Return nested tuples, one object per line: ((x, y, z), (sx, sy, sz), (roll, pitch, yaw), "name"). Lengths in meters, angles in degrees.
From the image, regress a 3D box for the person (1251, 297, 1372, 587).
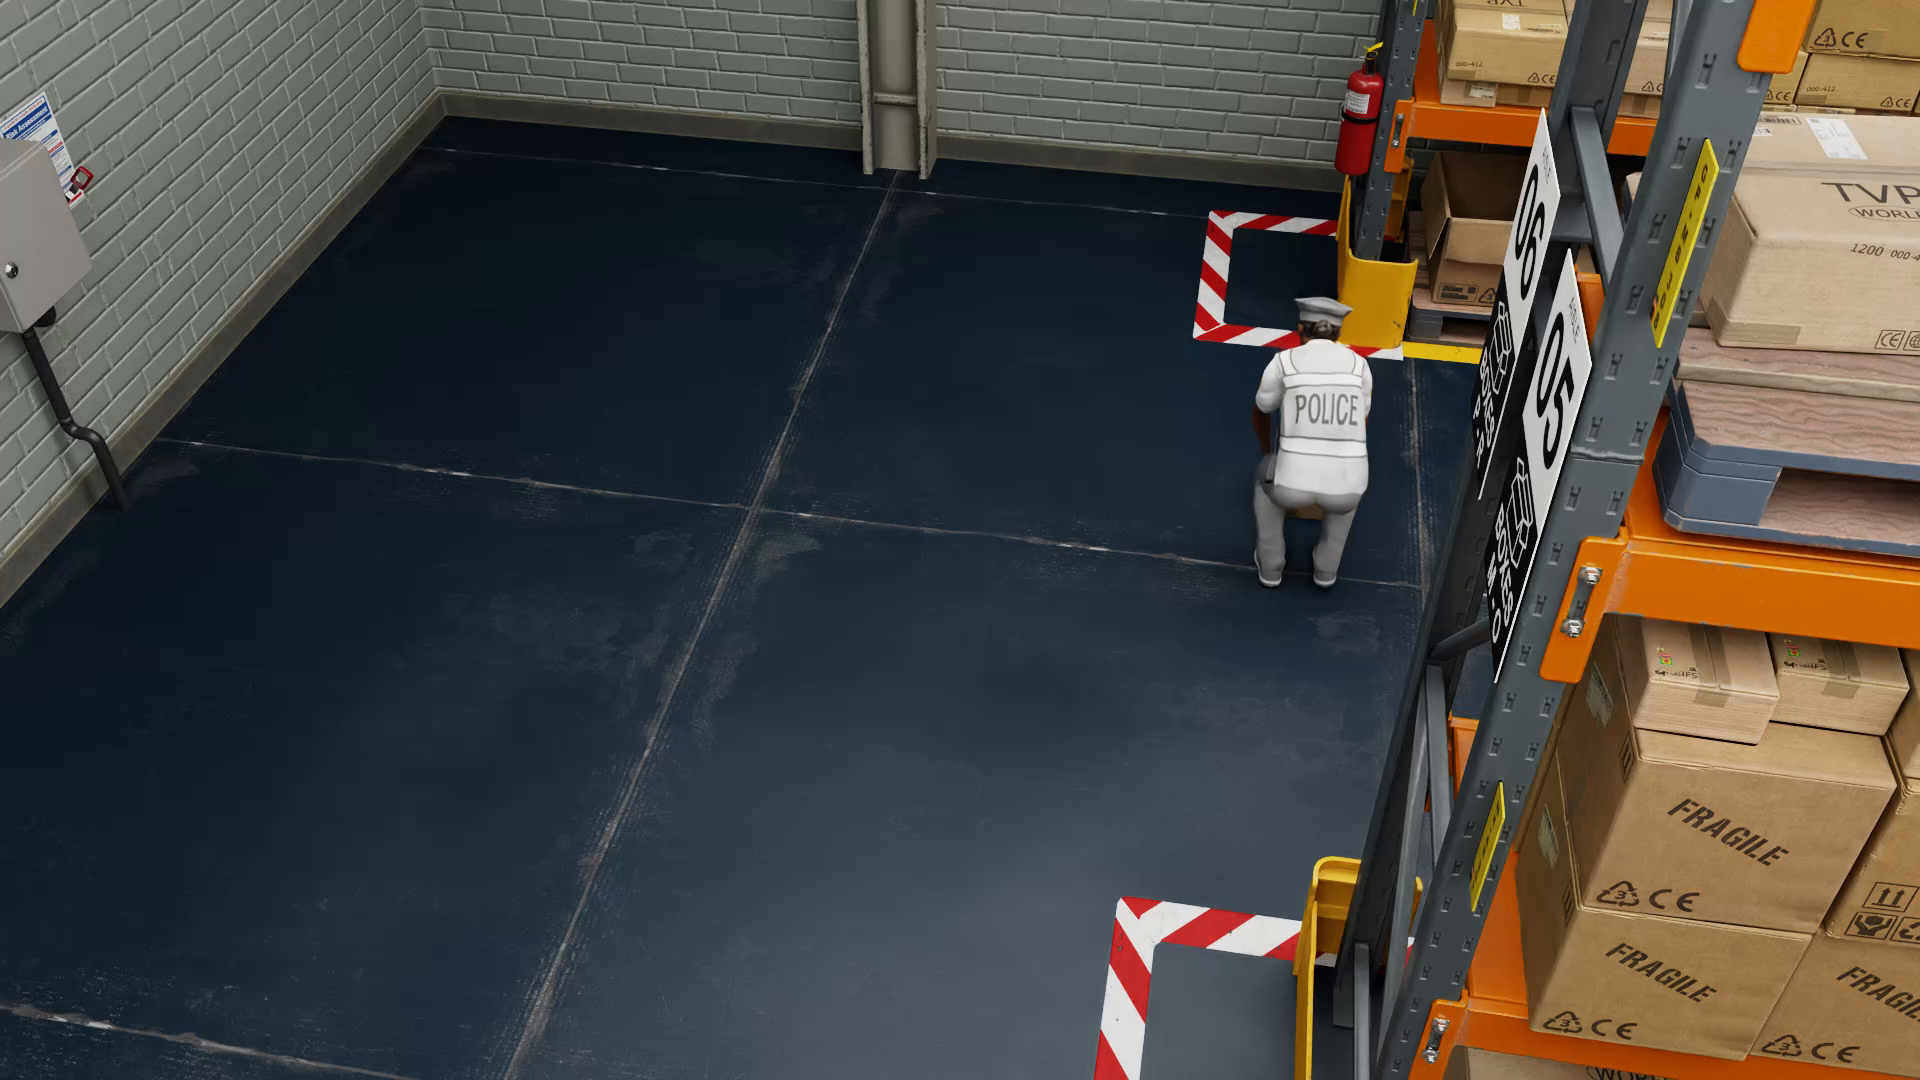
((1.454, -0.376, 6.961), (0.496, 1.190, 0.803), (7, 41, 8), "person")
